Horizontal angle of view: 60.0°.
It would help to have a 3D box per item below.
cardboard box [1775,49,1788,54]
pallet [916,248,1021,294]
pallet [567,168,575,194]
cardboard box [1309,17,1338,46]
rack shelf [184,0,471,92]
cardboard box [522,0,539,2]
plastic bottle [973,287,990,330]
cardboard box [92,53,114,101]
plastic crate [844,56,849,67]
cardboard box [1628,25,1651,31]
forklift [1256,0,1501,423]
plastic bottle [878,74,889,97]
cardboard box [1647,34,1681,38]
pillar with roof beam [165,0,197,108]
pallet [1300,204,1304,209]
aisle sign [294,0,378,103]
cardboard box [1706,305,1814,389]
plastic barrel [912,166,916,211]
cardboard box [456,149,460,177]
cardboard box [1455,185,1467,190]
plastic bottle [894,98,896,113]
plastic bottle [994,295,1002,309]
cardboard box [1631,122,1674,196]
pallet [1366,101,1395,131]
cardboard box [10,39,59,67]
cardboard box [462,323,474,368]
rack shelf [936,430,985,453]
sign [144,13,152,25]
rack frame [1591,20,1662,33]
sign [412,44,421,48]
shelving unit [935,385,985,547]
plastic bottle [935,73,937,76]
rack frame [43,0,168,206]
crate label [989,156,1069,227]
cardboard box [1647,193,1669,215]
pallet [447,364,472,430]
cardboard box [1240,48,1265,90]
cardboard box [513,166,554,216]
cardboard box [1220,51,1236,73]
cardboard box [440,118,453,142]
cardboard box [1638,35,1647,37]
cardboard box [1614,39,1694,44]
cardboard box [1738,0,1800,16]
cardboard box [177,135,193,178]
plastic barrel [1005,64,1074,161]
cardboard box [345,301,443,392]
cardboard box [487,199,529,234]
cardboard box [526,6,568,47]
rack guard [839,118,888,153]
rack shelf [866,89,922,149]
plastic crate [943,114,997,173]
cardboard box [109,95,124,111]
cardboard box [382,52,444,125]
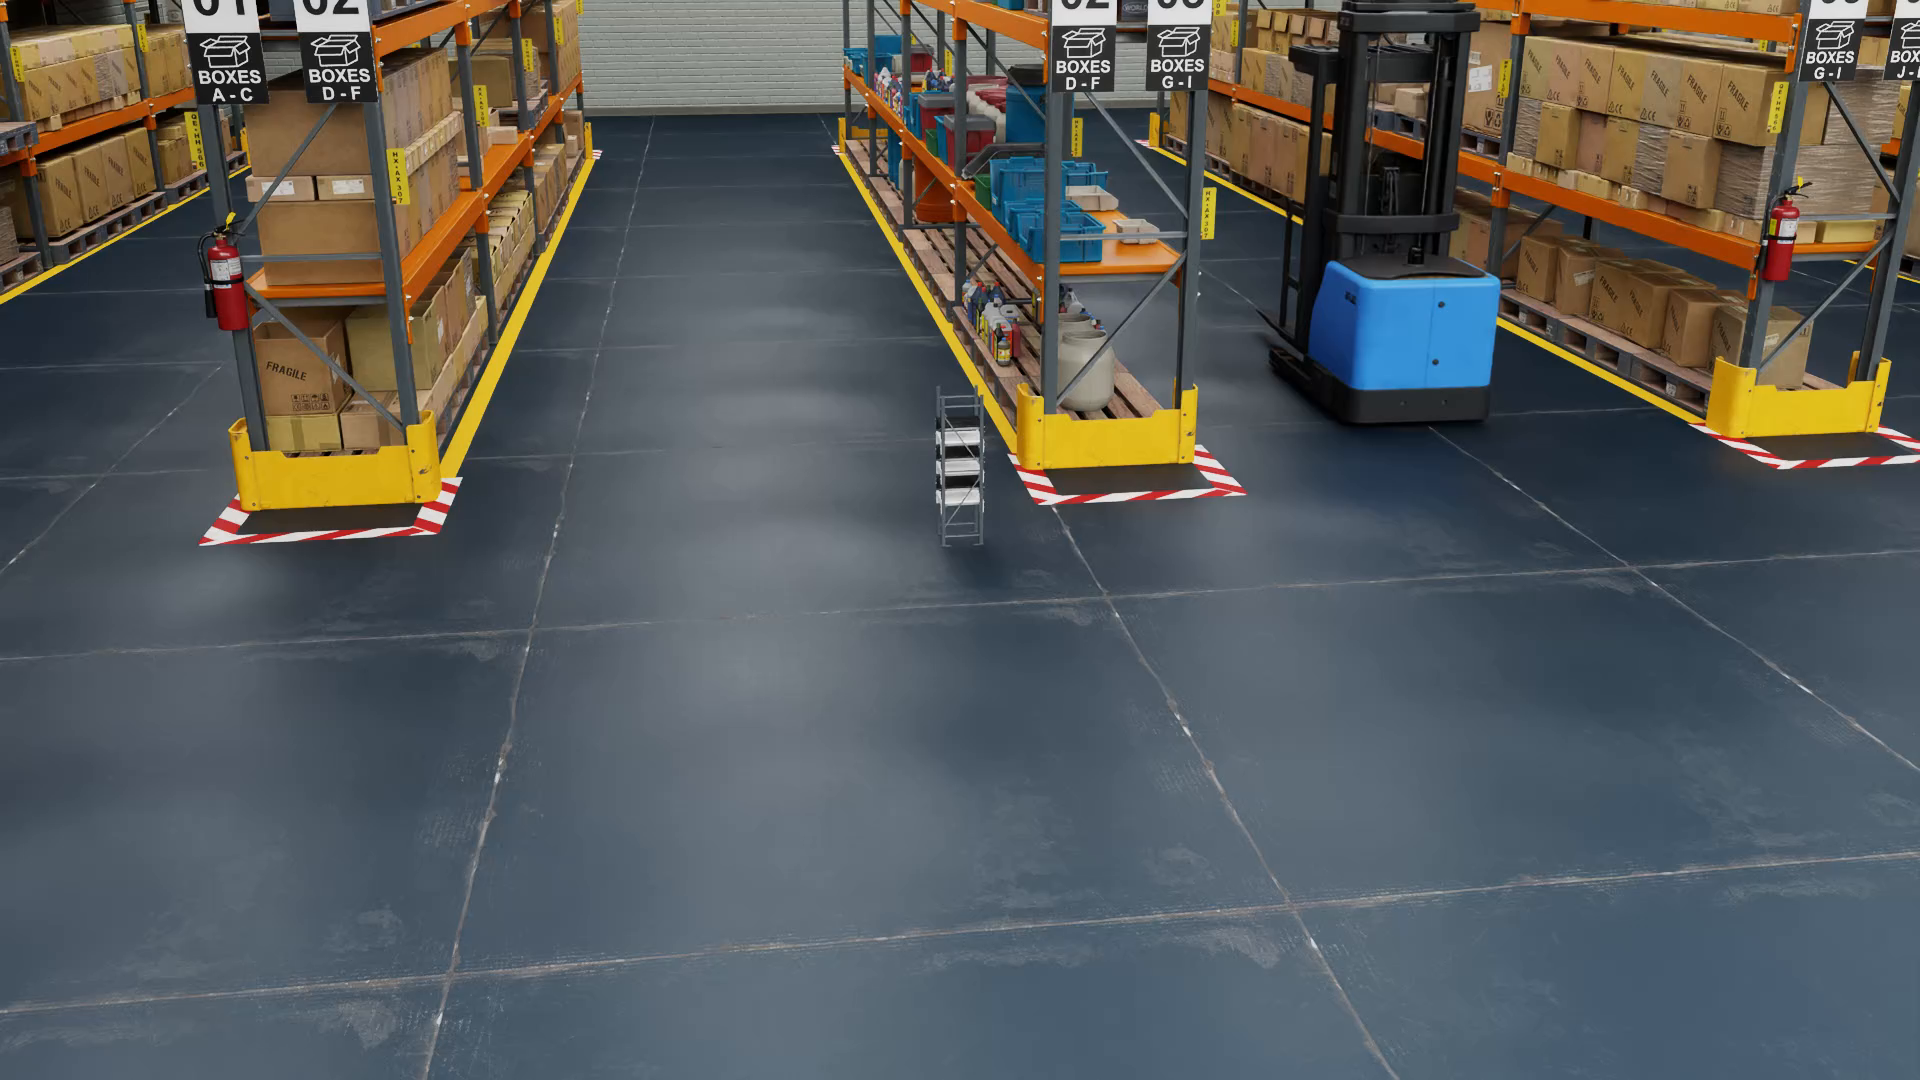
[{"bbox_3d":[9.828,-5.691,19.575,0.380,0.149,0.250,-3,21,-8],"label":"cardboard box"},{"bbox_3d":[0.125,-2.699,16.641,1.003,0.211,1.213,-3,21,-8],"label":"pallet"},{"bbox_3d":[-5.698,-4.765,22.172,1.003,0.211,1.213,-3,21,-8],"label":"pallet"},{"bbox_3d":[4.600,-5.943,19.765,0.797,0.503,0.637,-2,21,-6],"label":"cardboard box"},{"bbox_3d":[-4.158,-3.439,11.378,1.077,0.370,4.000,-3,21,-8],"label":"rack shelf"},{"bbox_3d":[-6.373,-7.567,24.116,0.500,0.500,0.500,-2,21,-6],"label":"cardboard box"},{"bbox_3d":[0.189,-1.911,13.704,0.144,0.351,0.185,-4,21,-10],"label":"plastic bottle"},{"bbox_3d":[-10.038,-5.280,18.970,0.500,0.500,0.500,-3,21,-8],"label":"cardboard box"},{"bbox_3d":[-1.600,-7.154,24.875,0.250,0.136,0.298,-3,21,-8],"label":"plastic crate"},{"bbox_3d":[9.303,-7.370,23.165,0.500,0.500,0.500,-2,21,-6],"label":"cardboard box"},{"bbox_3d":[3.091,-2.669,12.673,1.130,2.935,3.031,-2,21,-6],"label":"forklift"},{"bbox_3d":[-0.955,-5.718,20.915,0.152,0.276,0.135,-3,21,-8],"label":"plastic bottle"},{"bbox_3d":[9.417,-6.682,22.229,0.380,0.149,0.250,-4,21,-9],"label":"cardboard box"},{"bbox_3d":[-8.063,-10.886,26.001,9.100,9.000,0.400,-3,21,-8],"label":"pillar with roof beam"},{"bbox_3d":[4.741,-3.917,19.903,1.003,0.211,1.213,-3,21,-8],"label":"pallet"},{"bbox_3d":[-3.557,-2.889,9.449,0.394,0.787,0.004,-3,21,-8],"label":"aisle sign"},{"bbox_3d":[5.860,-1.420,12.203,0.500,0.500,0.500,1,20,2],"label":"cardboard box"},{"bbox_3d":[-0.378,-4.088,19.329,0.421,0.512,0.421,0,20,0],"label":"plastic barrel"},{"bbox_3d":[-4.560,-3.162,14.108,0.500,0.250,0.500,-2,21,-4],"label":"cardboard box"},{"bbox_3d":[4.990,-3.560,17.903,0.700,0.500,0.500,-5,21,-12],"label":"cardboard box"},{"bbox_3d":[-0.717,-5.045,19.222,0.097,0.201,0.097,0,20,0],"label":"plastic bottle"},{"bbox_3d":[0.302,-1.896,13.775,0.097,0.271,0.097,0,20,0],"label":"plastic bottle"},{"bbox_3d":[5.662,-2.897,12.618,0.875,0.500,0.500,-3,21,-8],"label":"cardboard box"},{"bbox_3d":[4.989,-4.616,18.061,1.213,0.211,1.003,-3,21,-8],"label":"pallet"},{"bbox_3d":[-9.813,-5.100,17.417,0.500,0.250,0.500,-3,21,-9],"label":"cardboard box"},{"bbox_3d":[-4.014,-1.477,12.712,0.500,0.250,0.500,-3,21,-8],"label":"cardboard box"},{"bbox_3d":[-0.001,-0.562,9.515,0.258,0.077,0.200,-3,21,-8],"label":"rack shelf"},{"bbox_3d":[-11.628,-7.384,23.848,0.100,0.325,0.005,-3,21,-8],"label":"sign"},{"bbox_3d":[9.127,-6.547,22.958,1.000,3.000,0.127,-3,21,-8],"label":"rack frame"},{"bbox_3d":[-5.558,-4.923,17.069,0.100,0.325,0.005,-3,21,-8],"label":"sign"},{"bbox_3d":[-0.001,-0.424,9.566,0.258,0.900,0.210,-3,21,-8],"label":"shelving unit"},{"bbox_3d":[-0.268,-5.777,21.074,0.152,0.276,0.135,-3,21,-8],"label":"plastic bottle"},{"bbox_3d":[-10.501,-5.582,20.375,1.000,3.000,0.127,-3,21,-8],"label":"rack frame"},{"bbox_3d":[0.500,-2.567,12.252,0.502,0.435,0.616,-3,21,-8],"label":"crate label"},{"bbox_3d":[5.492,-2.579,12.694,0.380,0.149,0.250,-3,21,-8],"label":"cardboard box"},{"bbox_3d":[-4.194,-1.057,12.243,1.003,0.211,1.213,-3,21,-8],"label":"pallet"},{"bbox_3d":[4.023,-6.207,21.904,0.500,0.500,0.500,-3,21,-8],"label":"cardboard box"},{"bbox_3d":[-4.954,-4.010,19.111,0.500,0.500,0.500,-3,21,-8],"label":"cardboard box"},{"bbox_3d":[3.881,-6.540,22.730,0.500,0.250,0.500,-3,21,-9],"label":"cardboard box"},{"bbox_3d":[-4.121,-3.155,12.805,0.380,0.149,0.250,-4,21,-9],"label":"cardboard box"},{"bbox_3d":[8.809,-6.560,21.901,0.380,0.149,0.250,-3,21,-7],"label":"cardboard box"},{"bbox_3d":[5.768,-3.901,13.878,0.500,0.500,0.500,-3,21,-8],"label":"cardboard box"},{"bbox_3d":[5.613,-3.666,11.172,0.500,0.250,0.500,-2,21,-6],"label":"cardboard box"},{"bbox_3d":[-10.576,-5.046,21.912,0.700,0.500,0.500,-3,21,-8],"label":"cardboard box"},{"bbox_3d":[0.700,-3.696,14.608,0.600,0.901,0.708,-3,21,-8],"label":"plastic barrel"},{"bbox_3d":[-3.801,-1.308,11.190,0.500,0.500,0.500,-3,21,-8],"label":"cardboard box"},{"bbox_3d":[-4.622,-3.271,16.716,0.500,0.311,0.500,-3,21,-9],"label":"cardboard box"},{"bbox_3d":[-5.537,-6.883,22.285,0.500,0.500,0.500,-4,21,-9],"label":"cardboard box"},{"bbox_3d":[-1.290,-6.304,25.879,1.175,0.500,0.348,-3,21,-8],"label":"rack guard"},{"bbox_3d":[-0.409,-5.052,19.985,1.077,0.370,4.000,-3,21,-8],"label":"rack shelf"},{"bbox_3d":[0.083,-3.494,14.693,0.402,0.464,0.583,-3,21,-8],"label":"plastic crate"},{"bbox_3d":[-10.023,-5.104,19.426,0.380,0.149,0.250,-3,21,-8],"label":"cardboard box"},{"bbox_3d":[-4.302,-3.390,12.508,0.700,0.500,0.500,-3,21,-8],"label":"cardboard box"}]
